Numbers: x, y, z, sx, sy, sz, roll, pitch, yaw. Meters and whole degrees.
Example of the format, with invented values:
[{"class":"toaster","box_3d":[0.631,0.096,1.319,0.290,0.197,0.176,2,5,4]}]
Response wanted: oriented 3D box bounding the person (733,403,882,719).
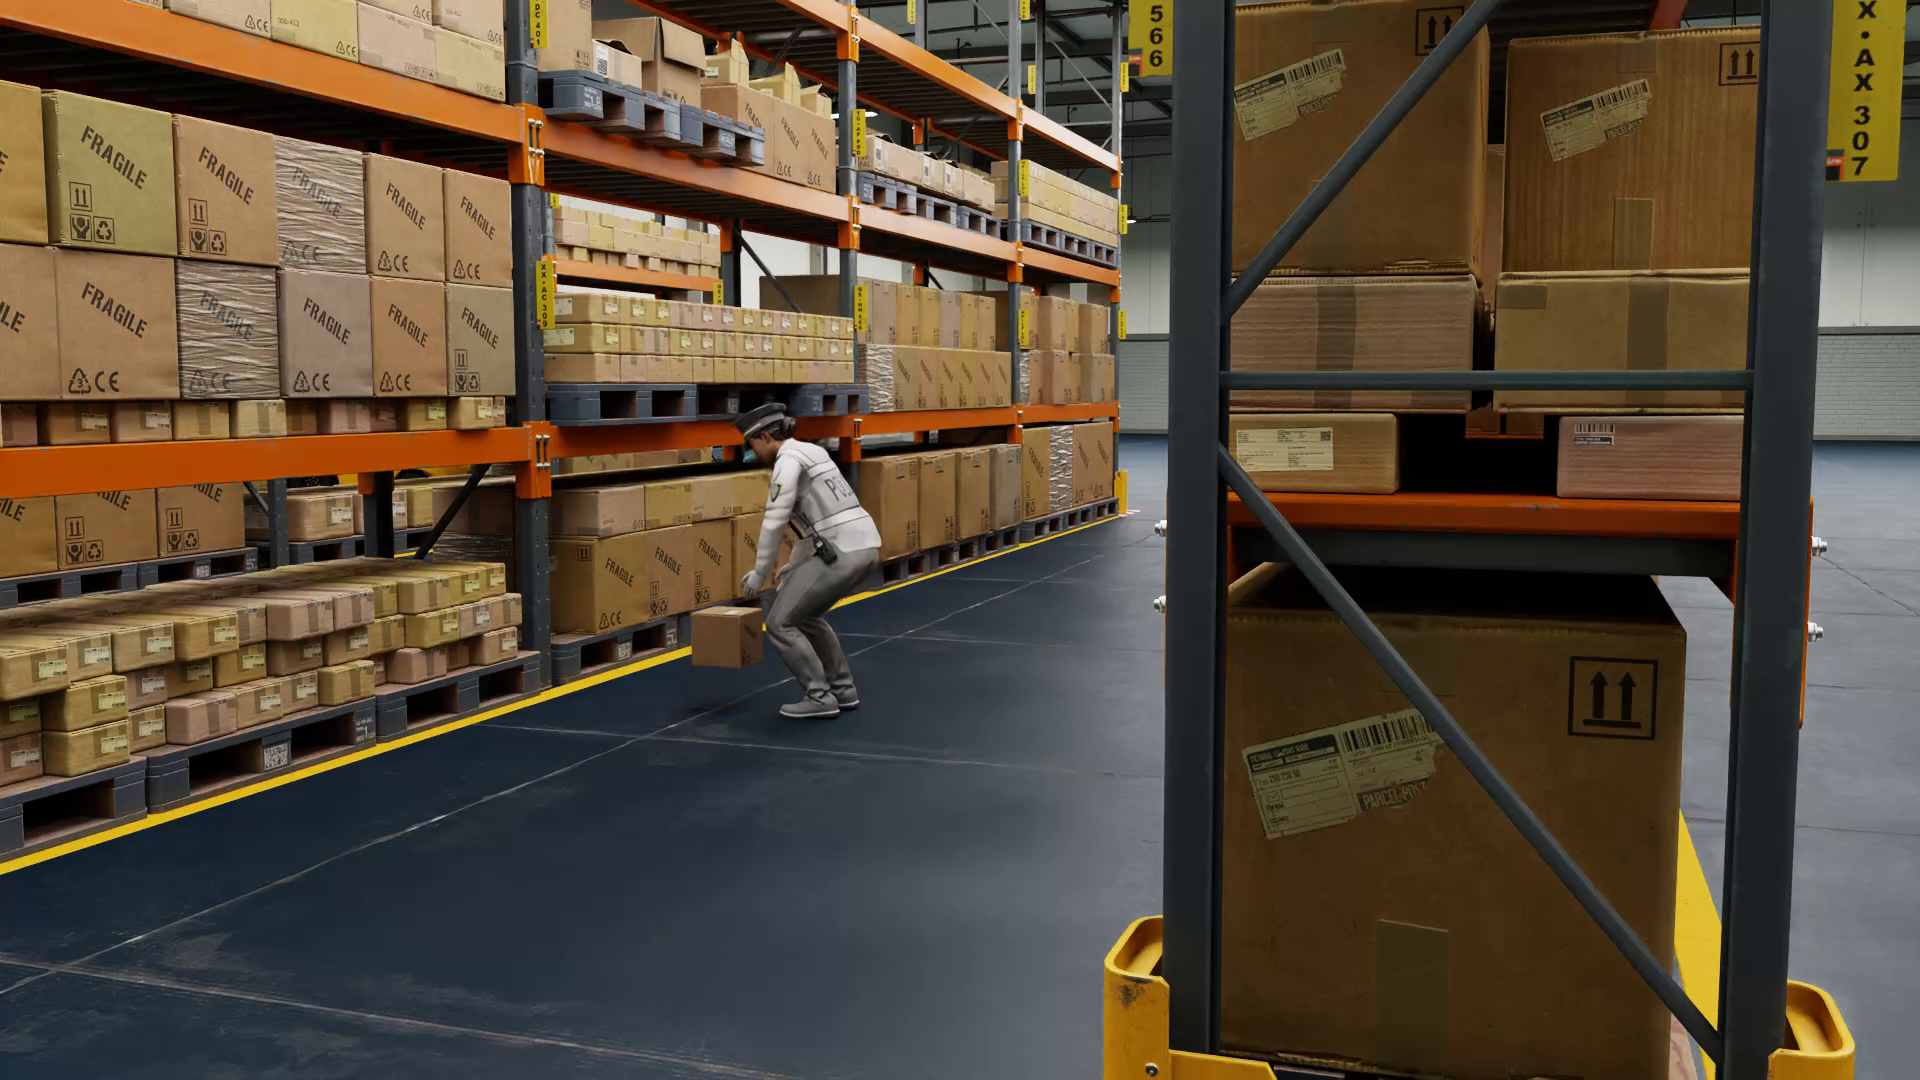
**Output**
[{"class":"person","box_3d":[-0.709,0.090,7.591,0.673,1.430,0.534,2,6,19]}]
